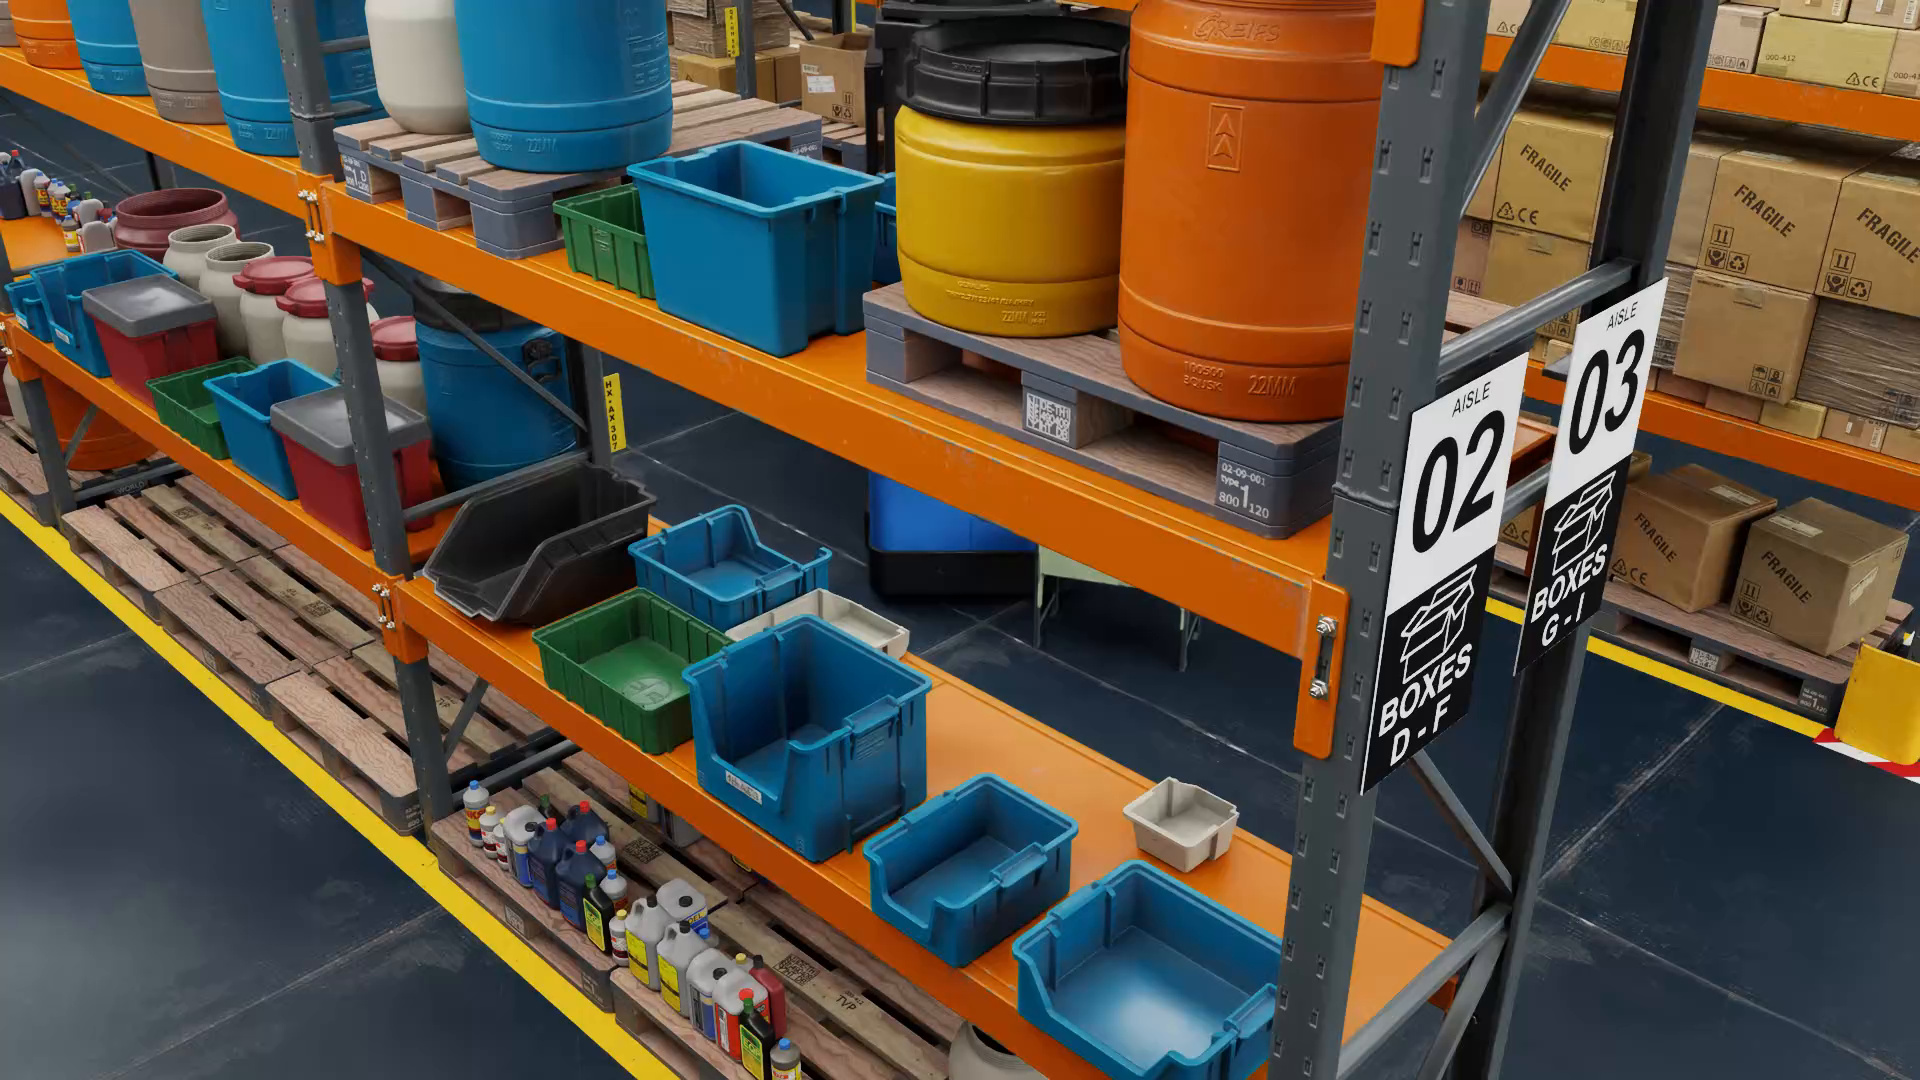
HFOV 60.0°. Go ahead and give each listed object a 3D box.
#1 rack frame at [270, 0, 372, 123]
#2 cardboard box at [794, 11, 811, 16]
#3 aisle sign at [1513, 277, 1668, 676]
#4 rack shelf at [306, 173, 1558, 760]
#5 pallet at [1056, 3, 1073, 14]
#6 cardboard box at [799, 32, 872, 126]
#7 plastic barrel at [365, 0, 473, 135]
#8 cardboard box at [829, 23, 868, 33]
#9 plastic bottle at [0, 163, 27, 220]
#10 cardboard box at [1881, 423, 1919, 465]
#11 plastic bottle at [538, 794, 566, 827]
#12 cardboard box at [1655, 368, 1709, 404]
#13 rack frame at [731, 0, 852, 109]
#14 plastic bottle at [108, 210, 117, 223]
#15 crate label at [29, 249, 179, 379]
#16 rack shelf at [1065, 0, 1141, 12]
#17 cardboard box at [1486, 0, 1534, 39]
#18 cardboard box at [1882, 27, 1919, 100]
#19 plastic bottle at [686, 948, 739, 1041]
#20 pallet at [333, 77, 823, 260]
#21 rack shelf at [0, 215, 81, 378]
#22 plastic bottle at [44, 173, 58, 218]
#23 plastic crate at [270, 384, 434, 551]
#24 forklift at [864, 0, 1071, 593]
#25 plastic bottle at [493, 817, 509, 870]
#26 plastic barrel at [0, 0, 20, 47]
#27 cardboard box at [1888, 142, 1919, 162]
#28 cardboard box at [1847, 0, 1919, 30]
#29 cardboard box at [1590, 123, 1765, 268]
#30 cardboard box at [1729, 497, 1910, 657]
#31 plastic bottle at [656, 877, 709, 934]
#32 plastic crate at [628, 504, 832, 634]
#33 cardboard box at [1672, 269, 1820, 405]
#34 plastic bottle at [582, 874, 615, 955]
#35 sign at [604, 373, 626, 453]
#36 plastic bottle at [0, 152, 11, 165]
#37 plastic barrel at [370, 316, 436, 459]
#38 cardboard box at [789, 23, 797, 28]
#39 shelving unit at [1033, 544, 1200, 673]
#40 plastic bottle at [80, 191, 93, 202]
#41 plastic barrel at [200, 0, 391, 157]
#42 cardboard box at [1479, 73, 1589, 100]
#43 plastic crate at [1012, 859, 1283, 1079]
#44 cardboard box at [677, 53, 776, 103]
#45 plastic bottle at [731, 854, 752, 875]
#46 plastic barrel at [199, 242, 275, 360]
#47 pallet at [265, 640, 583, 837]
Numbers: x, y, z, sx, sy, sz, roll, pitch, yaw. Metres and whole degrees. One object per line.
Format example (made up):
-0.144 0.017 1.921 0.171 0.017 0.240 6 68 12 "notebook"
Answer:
-1.795 -2.861 5.022 0.127 3.000 1.000 25 36 38 "rack frame"
-1.991 -6.159 19.712 0.380 0.149 0.250 -24 36 -37 "cardboard box"
1.314 -0.125 3.471 0.004 0.787 0.394 25 36 38 "aisle sign"
-0.369 -0.562 4.647 4.000 0.370 1.077 25 36 38 "rack shelf"
0.934 -5.315 16.341 1.213 0.211 1.003 25 36 38 "pallet"
-0.762 -3.222 11.596 0.500 0.500 0.500 20 33 33 "cardboard box"
-1.626 -1.563 5.205 0.421 0.512 0.421 0 28 0 "plastic barrel"
-1.274 -5.805 19.039 0.380 0.149 0.250 -24 36 -38 "cardboard box"
-5.840 -2.149 10.167 0.185 0.351 0.144 25 36 38 "plastic bottle"
4.182 -0.458 7.167 0.250 0.149 0.380 25 36 38 "cardboard box"
-1.551 1.112 6.358 0.133 0.283 0.061 25 36 38 "plastic bottle"
3.473 -0.786 7.791 0.250 0.149 0.380 25 36 38 "cardboard box"
-1.175 -3.155 12.026 0.127 3.000 1.000 25 36 38 "rack frame"
-4.793 -1.749 9.492 0.097 0.271 0.097 0 28 0 "plastic bottle"
-4.129 -1.113 8.105 0.616 0.435 0.502 25 36 38 "crate label"
0.251 -3.511 10.255 4.000 0.370 1.077 25 36 38 "rack shelf"
2.546 -2.542 7.800 0.500 0.250 0.500 23 35 36 "cardboard box"
4.008 -1.879 6.538 0.500 0.250 0.500 -24 36 -38 "cardboard box"
-0.819 1.520 5.590 0.135 0.276 0.152 23 36 37 "plastic bottle"
-1.212 -1.247 5.378 1.003 0.211 1.213 25 36 38 "pallet"
-6.074 -1.845 10.309 4.000 0.370 1.077 25 36 38 "rack shelf"
-5.521 -2.100 10.146 0.133 0.283 0.061 25 36 38 "plastic bottle"
-2.355 -0.291 6.511 0.583 0.464 0.402 25 36 38 "plastic crate"
0.047 -1.664 9.265 1.130 2.935 3.031 0 28 0 "forklift"
-1.730 1.154 6.367 0.097 0.201 0.097 0 28 0 "plastic bottle"
-4.214 -2.720 7.439 0.600 0.901 0.600 0 28 0 "plastic barrel"
4.328 -1.433 7.250 0.500 0.500 0.500 25 36 38 "cardboard box"
3.737 -2.146 6.618 0.250 0.149 0.380 23 35 36 "cardboard box"
3.249 -1.585 7.541 0.500 0.500 0.500 25 36 38 "cardboard box"
4.096 0.167 7.944 0.500 0.500 0.500 -18 33 -30 "cardboard box"
-0.987 1.349 5.915 0.135 0.276 0.152 25 36 38 "plastic bottle"
-0.816 0.131 5.937 0.616 0.251 0.499 25 36 38 "plastic crate"
3.716 -1.032 7.563 0.500 0.500 0.875 25 36 38 "cardboard box"
-1.287 1.332 5.939 0.061 0.283 0.133 -23 36 -37 "plastic bottle"
-1.402 -0.507 6.694 0.005 0.325 0.100 25 36 38 "sign"
-6.111 -2.337 10.604 0.135 0.276 0.152 25 36 38 "plastic bottle"
-2.324 -0.651 7.119 0.433 0.535 0.433 0 28 0 "plastic barrel"
-1.996 -5.809 19.046 0.250 0.149 0.380 25 36 38 "cardboard box"
0.781 -0.164 7.950 0.755 1.500 0.431 8 29 16 "shelving unit"
-5.123 -1.918 9.799 0.133 0.283 0.061 25 36 38 "plastic bottle"
-2.310 -1.849 5.782 0.708 0.901 0.600 25 36 38 "plastic barrel"
2.904 -2.086 8.493 0.500 0.500 0.500 25 36 38 "cardboard box"
0.490 1.101 4.092 0.616 0.251 0.499 25 36 38 "plastic crate"
-1.701 -3.278 12.153 0.500 0.500 0.500 -24 36 -38 "cardboard box"
-0.820 1.127 6.330 0.133 0.283 0.061 25 36 38 "plastic bottle"
-3.464 -1.158 8.109 0.421 0.512 0.421 0 28 0 "plastic barrel"
-2.382 0.785 7.530 1.213 0.211 1.003 25 36 38 "pallet"
